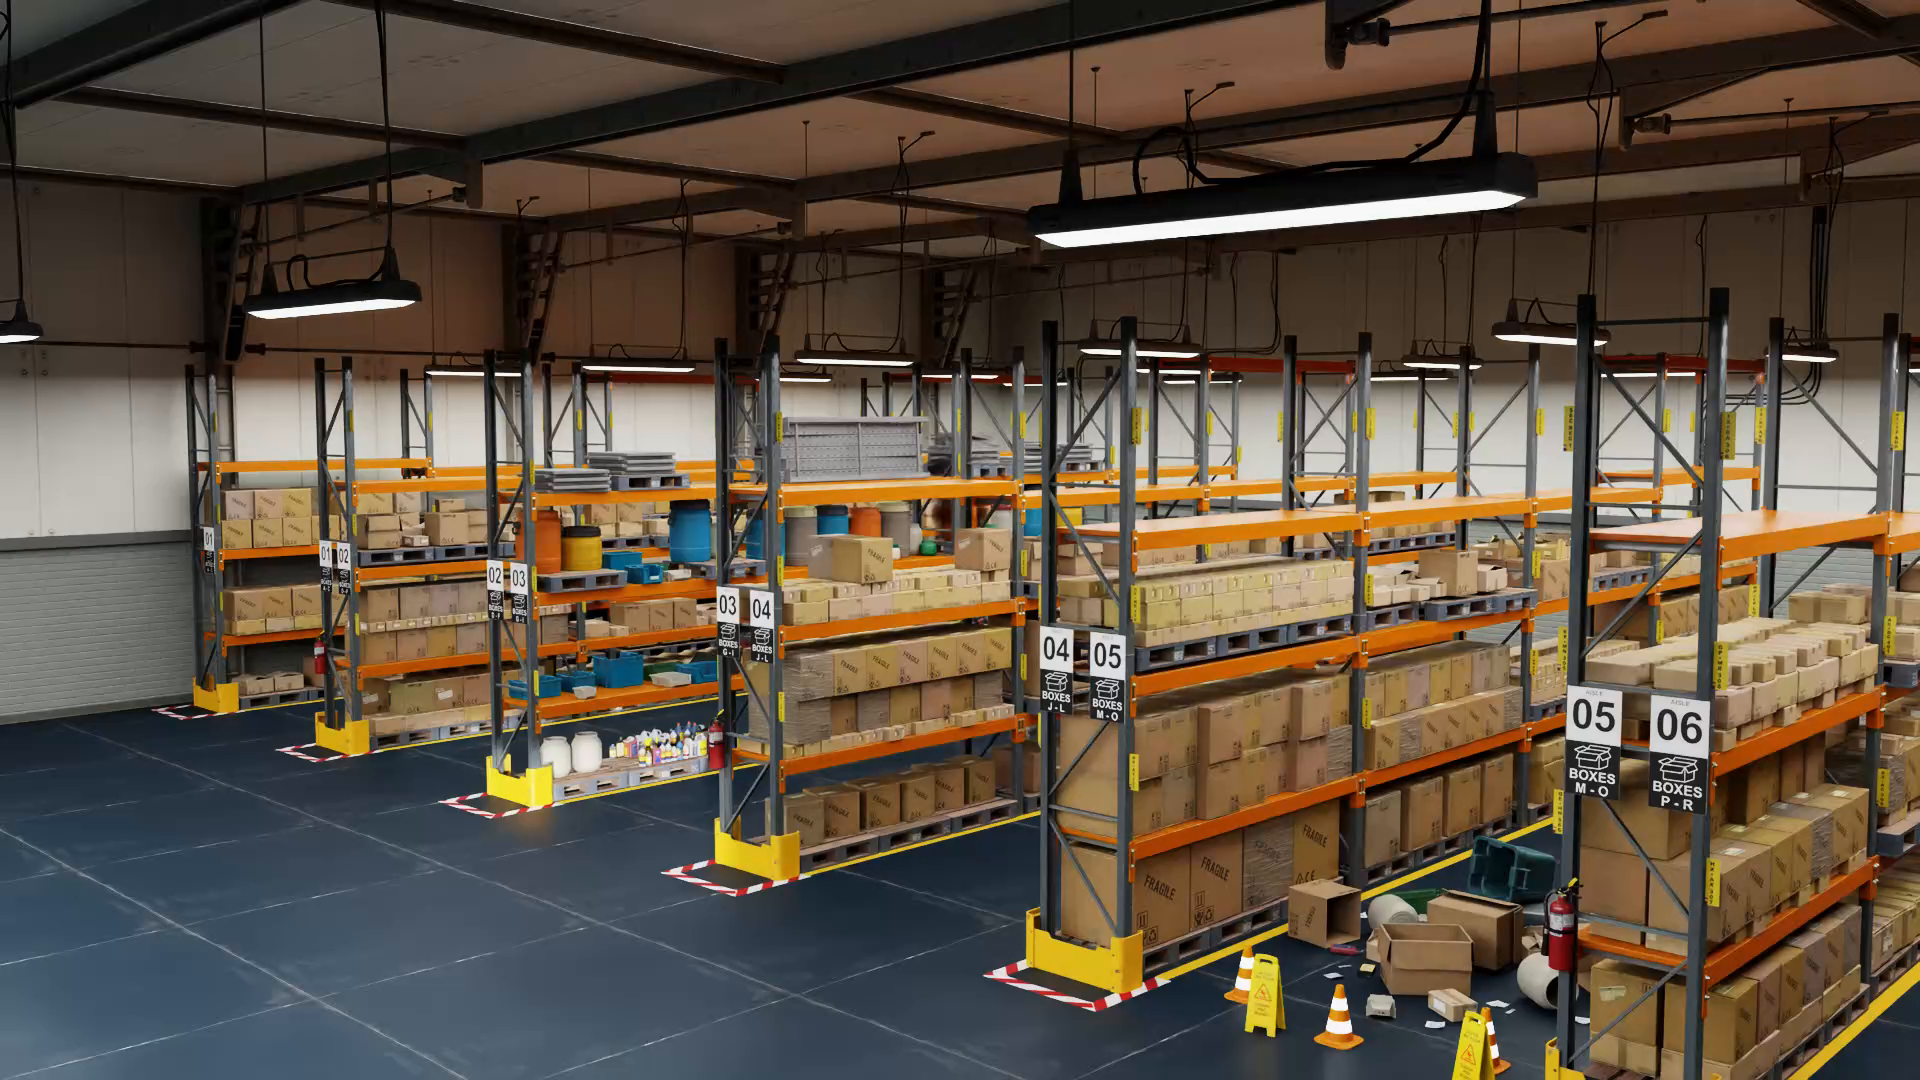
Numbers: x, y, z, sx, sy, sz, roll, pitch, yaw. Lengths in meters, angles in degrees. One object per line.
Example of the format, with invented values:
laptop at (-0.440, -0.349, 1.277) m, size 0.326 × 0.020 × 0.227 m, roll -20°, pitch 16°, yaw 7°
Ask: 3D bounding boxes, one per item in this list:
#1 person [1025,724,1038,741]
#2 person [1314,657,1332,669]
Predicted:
person at (1.206, 2.380, 25.227) m, size 0.523 × 1.650 × 0.443 m, roll -1°, pitch 4°, yaw -11°
person at (5.166, 2.463, 24.259) m, size 0.604 × 1.834 × 0.597 m, roll -1°, pitch 5°, yaw -18°
